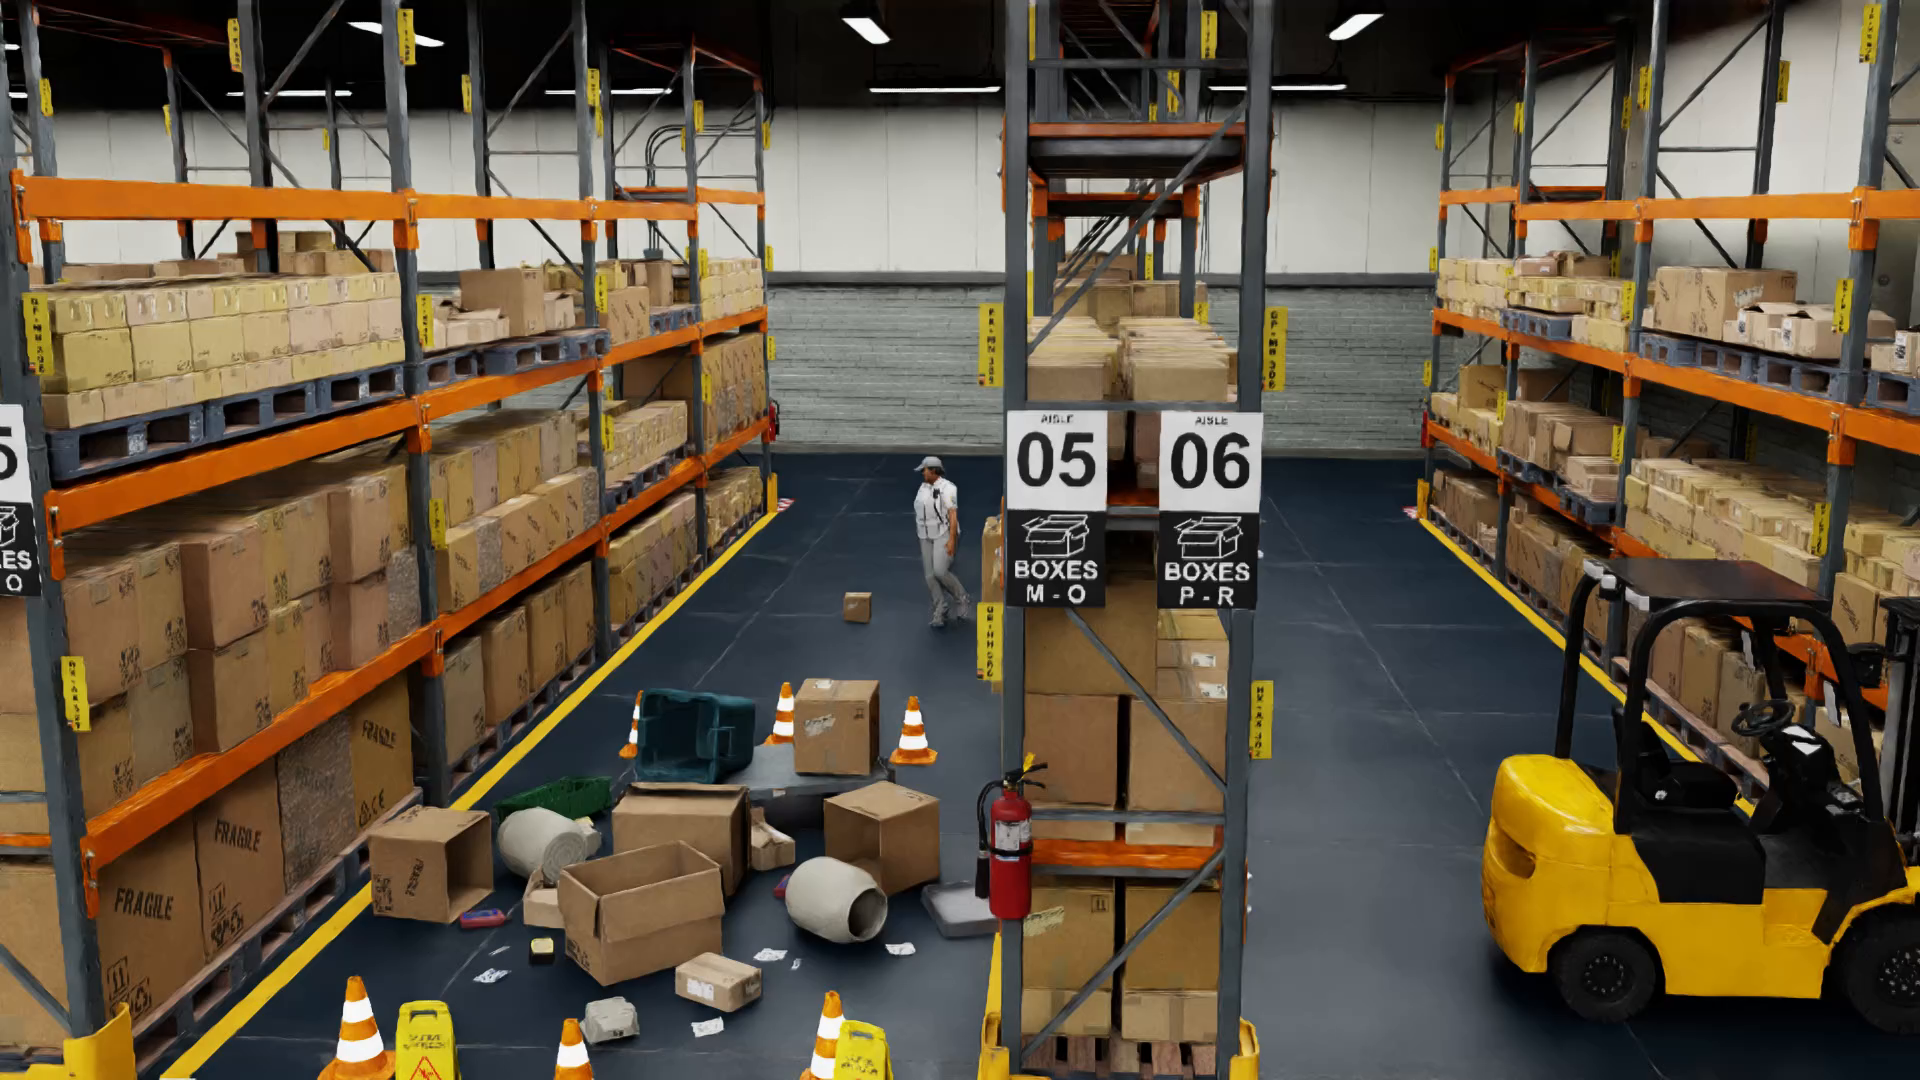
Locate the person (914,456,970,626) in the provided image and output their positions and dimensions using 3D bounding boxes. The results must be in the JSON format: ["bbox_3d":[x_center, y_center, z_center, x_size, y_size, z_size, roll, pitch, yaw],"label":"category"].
[{"bbox_3d":[-0.216,0.004,16.446,0.613,1.655,0.469,8,14,37],"label":"person"}]
